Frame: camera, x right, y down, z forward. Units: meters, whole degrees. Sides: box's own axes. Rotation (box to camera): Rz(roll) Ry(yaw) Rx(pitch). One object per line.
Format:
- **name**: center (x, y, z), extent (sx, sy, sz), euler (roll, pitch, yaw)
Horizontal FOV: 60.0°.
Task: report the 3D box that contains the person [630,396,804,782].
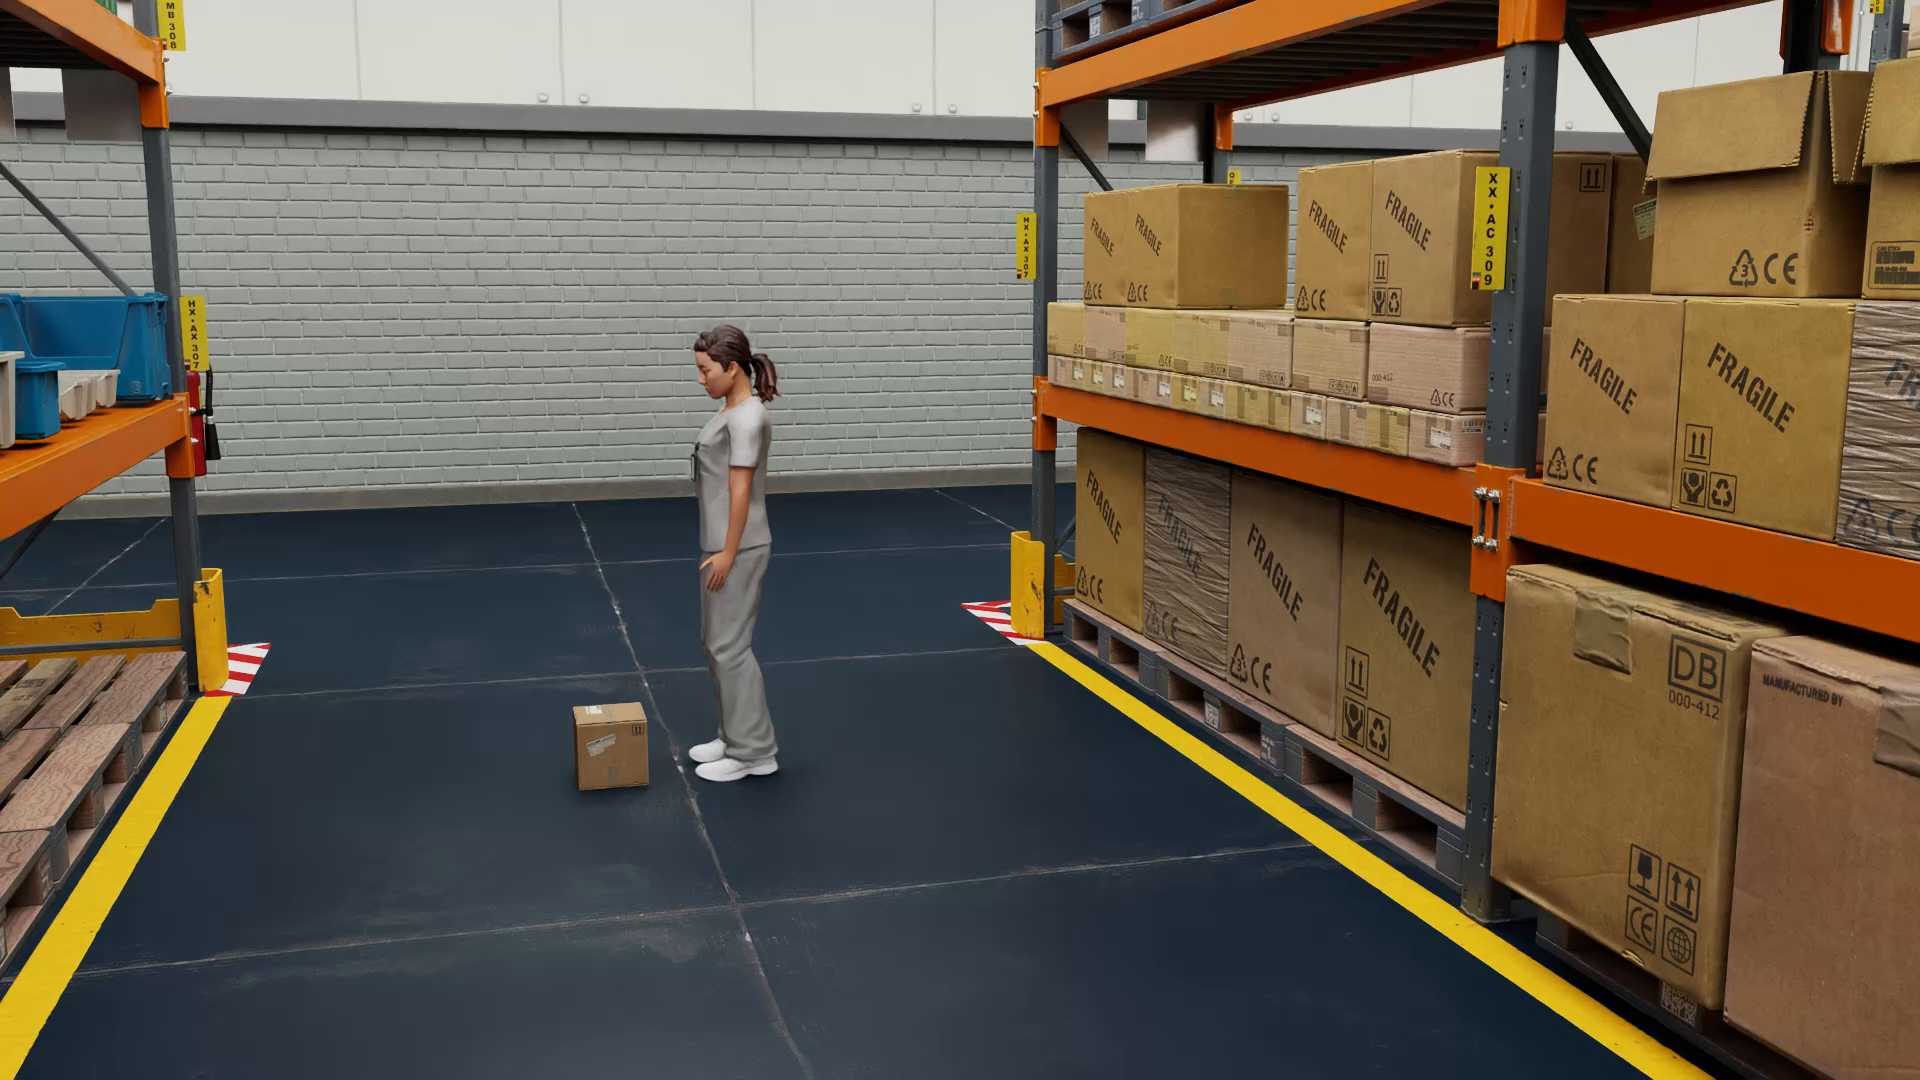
- **person**: center (-0.886, 0.174, 6.140), extent (0.616, 1.417, 0.490), euler (-3, 10, -16)
